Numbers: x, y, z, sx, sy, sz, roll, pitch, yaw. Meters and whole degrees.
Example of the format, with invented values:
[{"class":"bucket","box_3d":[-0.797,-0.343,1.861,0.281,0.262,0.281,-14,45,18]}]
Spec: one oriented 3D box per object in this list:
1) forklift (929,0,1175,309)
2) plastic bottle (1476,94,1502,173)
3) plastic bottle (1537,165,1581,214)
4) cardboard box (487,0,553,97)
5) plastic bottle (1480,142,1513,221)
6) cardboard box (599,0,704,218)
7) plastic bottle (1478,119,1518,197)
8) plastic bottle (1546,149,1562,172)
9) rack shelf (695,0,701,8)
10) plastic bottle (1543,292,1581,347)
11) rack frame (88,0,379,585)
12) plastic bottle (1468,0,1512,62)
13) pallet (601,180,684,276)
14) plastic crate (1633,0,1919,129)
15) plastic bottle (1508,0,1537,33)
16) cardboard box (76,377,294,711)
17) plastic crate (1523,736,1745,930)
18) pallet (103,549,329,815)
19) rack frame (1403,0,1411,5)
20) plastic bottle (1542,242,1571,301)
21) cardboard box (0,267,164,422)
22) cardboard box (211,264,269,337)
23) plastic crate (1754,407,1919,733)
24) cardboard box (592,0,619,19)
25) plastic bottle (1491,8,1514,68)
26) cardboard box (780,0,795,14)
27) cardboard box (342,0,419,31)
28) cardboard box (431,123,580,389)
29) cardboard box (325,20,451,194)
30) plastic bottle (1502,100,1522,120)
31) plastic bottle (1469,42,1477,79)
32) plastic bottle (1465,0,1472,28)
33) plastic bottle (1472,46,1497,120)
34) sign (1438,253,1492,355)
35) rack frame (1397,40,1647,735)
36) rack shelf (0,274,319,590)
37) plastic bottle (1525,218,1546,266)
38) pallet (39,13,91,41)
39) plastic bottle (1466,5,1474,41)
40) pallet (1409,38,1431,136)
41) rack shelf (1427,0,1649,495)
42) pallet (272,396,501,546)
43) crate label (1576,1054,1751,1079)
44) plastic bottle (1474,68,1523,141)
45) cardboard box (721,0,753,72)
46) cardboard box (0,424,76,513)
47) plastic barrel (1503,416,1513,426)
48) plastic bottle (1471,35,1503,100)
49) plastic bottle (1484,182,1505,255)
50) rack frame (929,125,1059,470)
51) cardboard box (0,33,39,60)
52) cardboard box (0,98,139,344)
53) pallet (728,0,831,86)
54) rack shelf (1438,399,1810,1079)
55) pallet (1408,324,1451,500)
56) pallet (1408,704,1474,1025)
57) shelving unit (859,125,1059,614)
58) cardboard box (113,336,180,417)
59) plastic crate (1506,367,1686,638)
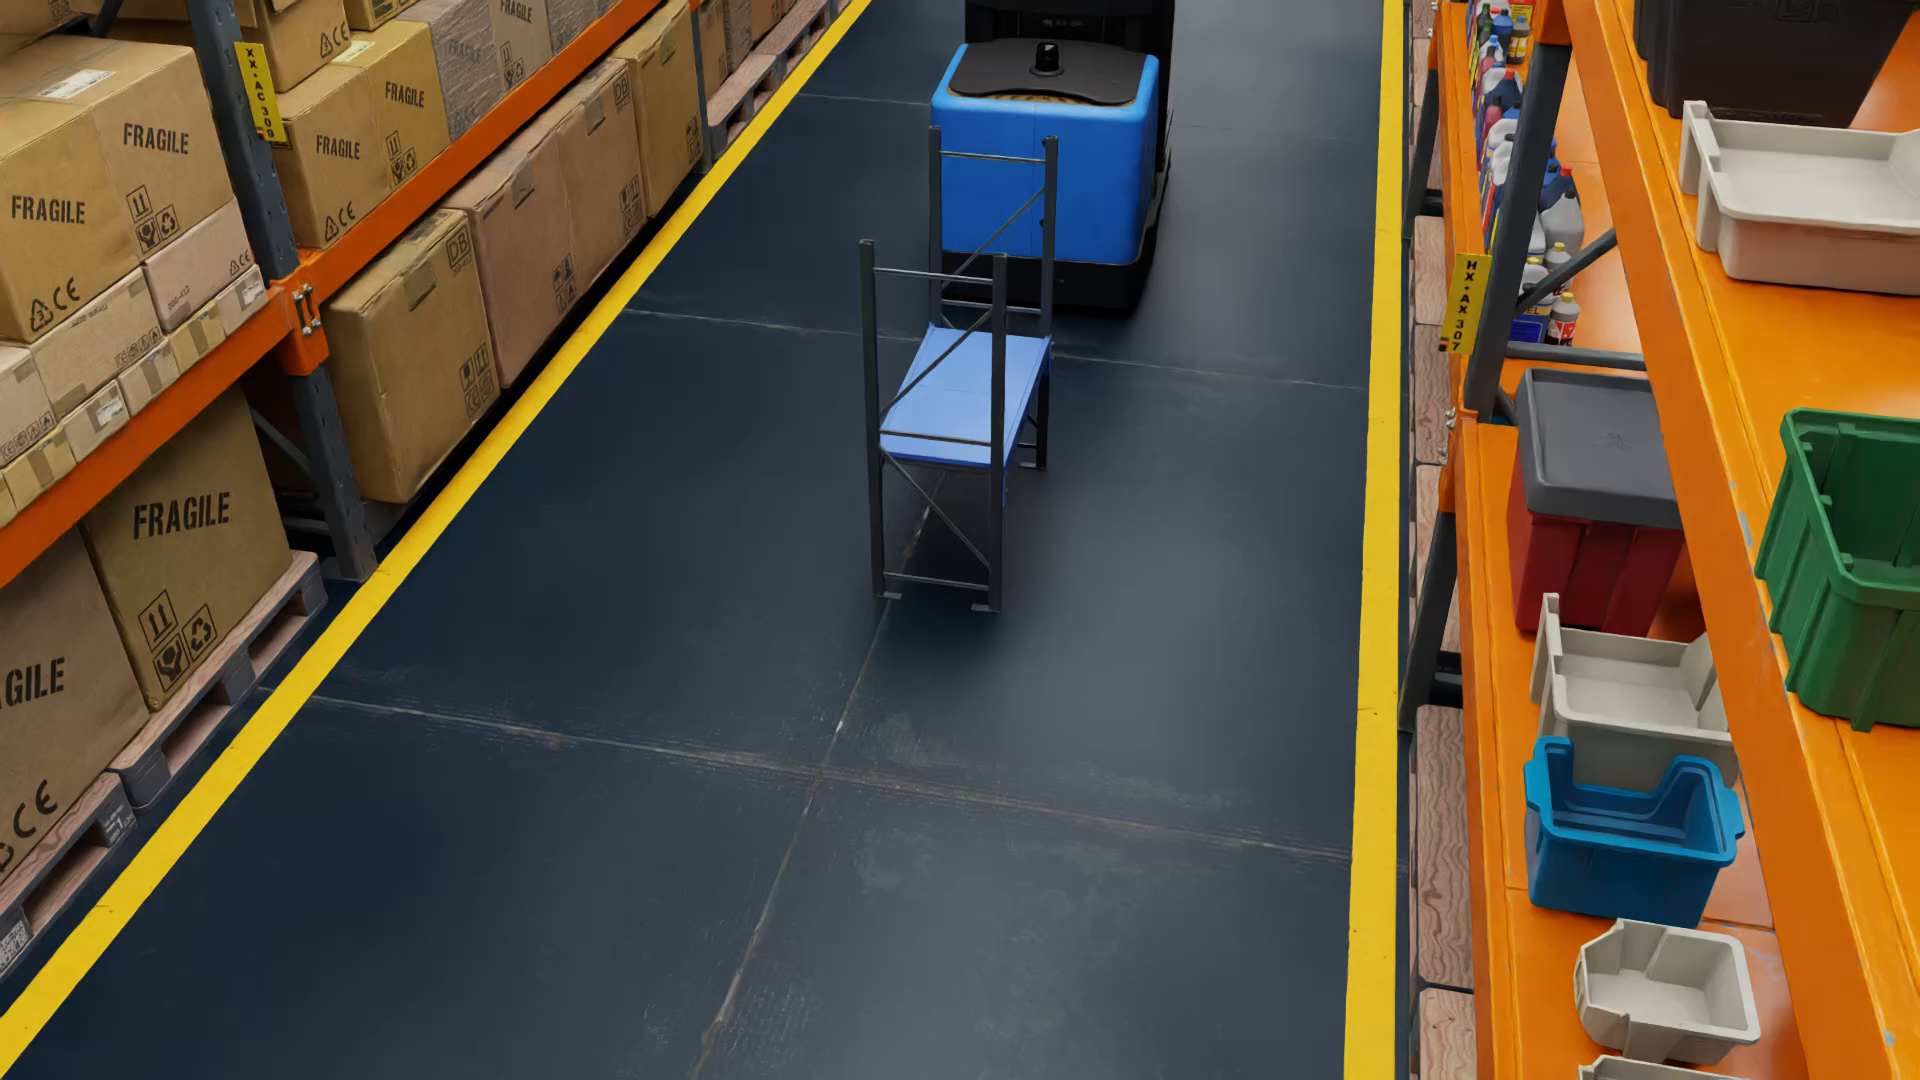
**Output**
[{"class":"forklift","box_3d":[0.615,-3.186,8.648,1.130,2.935,3.031,6,36,8]},{"class":"plastic bottle","box_3d":[2.067,-1.581,6.474,0.061,0.283,0.133,7,37,10]},{"class":"plastic bottle","box_3d":[2.087,-1.150,5.823,0.144,0.351,0.185,7,37,10]},{"class":"cardboard box","box_3d":[-2.147,-2.280,7.255,0.500,0.500,0.500,8,37,11]},{"class":"plastic bottle","box_3d":[2.013,-1.306,6.102,0.152,0.276,0.135,7,37,10]},{"class":"cardboard box","box_3d":[-2.122,-2.345,8.882,1.225,0.875,0.875,6,36,8]},{"class":"plastic bottle","box_3d":[2.062,-1.439,6.286,0.152,0.276,0.135,7,37,10]},{"class":"plastic bottle","box_3d":[2.139,-1.300,6.097,0.097,0.271,0.097,0,36,0]},{"class":"rack shelf","box_3d":[-1.527,-4.284,10.718,1.077,0.370,4.000,7,37,10]},{"class":"plastic bottle","box_3d":[1.924,-0.696,5.323,0.097,0.201,0.097,0,36,0]},{"class":"rack frame","box_3d":[-2.809,-1.135,5.760,1.000,3.000,0.127,7,37,10]},{"class":"plastic bottle","box_3d":[2.377,-2.285,7.452,0.152,0.276,0.135,7,37,10]},{"class":"pallet","box_3d":[-2.196,-1.857,9.132,1.003,0.211,1.213,7,37,10]},{"class":"plastic crate","box_3d":[1.497,-0.998,3.127,0.497,0.269,0.590,7,37,10]},{"class":"plastic bottle","box_3d":[2.625,-2.531,7.792,0.152,0.276,0.135,7,37,10]},{"class":"cardboard box","box_3d":[-3.028,-0.077,5.752,0.875,0.875,0.875,7,37,10]},{"class":"plastic crate","box_3d":[1.364,0.613,3.440,0.416,0.233,0.300,7,37,10]},{"class":"pallet","box_3d":[-3.047,0.420,5.991,1.003,0.211,1.213,7,37,10]},{"class":"rack frame","box_3d":[3.739,-5.101,11.232,1.000,3.000,0.127,7,37,10]},{"class":"plastic bottle","box_3d":[2.002,-0.905,5.612,0.097,0.201,0.097,0,36,0]},{"class":"cardboard box","box_3d":[-2.755,-0.612,4.913,0.500,0.250,0.500,8,37,11]},{"class":"cardboard box","box_3d":[-2.554,-0.818,5.536,0.380,0.149,0.250,8,37,10]},{"class":"plastic crate","box_3d":[1.107,0.049,1.751,0.450,0.188,0.336,7,37,10]},{"class":"cardboard box","box_3d":[-1.930,-2.870,8.069,0.500,0.500,0.500,7,37,10]},{"class":"plastic bottle","box_3d":[2.385,-2.212,7.356,0.097,0.271,0.097,0,36,0]},{"class":"cardboard box","box_3d":[-1.491,-3.947,11.394,0.700,0.500,0.500,4,36,6]},{"class":"cardboard box","box_3d":[-2.522,-2.341,6.484,0.797,0.503,0.637,8,37,10]},{"class":"cardboard box","box_3d":[-2.501,-1.327,7.477,1.225,0.875,0.875,6,36,8]},{"class":"cardboard box","box_3d":[-2.360,-1.697,6.450,0.500,0.500,0.500,7,37,10]},{"class":"plastic bottle","box_3d":[2.148,-1.576,6.479,0.097,0.271,0.097,0,36,0]},{"class":"plastic bottle","box_3d":[2.297,-2.115,7.281,0.097,0.201,0.097,0,36,0]},{"class":"plastic bottle","box_3d":[2.476,-2.550,7.818,0.152,0.276,0.135,7,37,10]},{"class":"plastic bottle","box_3d":[2.185,-1.896,6.910,0.061,0.283,0.133,7,37,10]},{"class":"sign","box_3d":[1.493,-0.697,4.919,0.100,0.325,0.005,7,37,10]},{"class":"rack frame","box_3d":[2.030,-0.514,4.904,1.000,3.000,0.127,7,37,10]},{"class":"rack shelf","box_3d":[-3.236,0.303,4.390,1.077,0.370,4.000,7,37,10]},{"class":"plastic bottle","box_3d":[1.876,-0.940,5.597,0.152,0.276,0.135,7,37,10]},{"class":"pallet","box_3d":[-6.536,-3.422,11.291,1.003,0.211,1.213,7,37,10]},{"class":"plastic bottle","box_3d":[2.404,-2.401,7.676,0.097,0.201,0.097,0,36,0]},{"class":"pallet","box_3d":[3.351,-2.815,10.454,1.003,0.211,1.213,7,37,10]},{"class":"rack shelf","box_3d":[2.457,-1.370,6.697,1.077,0.370,4.000,7,37,10]},{"class":"pallet","box_3d":[-2.717,-0.458,7.202,1.003,0.211,1.213,7,37,10]},{"class":"crate label","box_3d":[1.285,1.044,2.927,0.396,0.136,0.243,7,37,10]},{"class":"plastic bottle","box_3d":[2.180,-1.755,6.721,0.152,0.276,0.135,7,37,10]},{"class":"cardboard box","box_3d":[-1.725,-3.301,10.503,0.700,0.500,0.500,4,36,6]},{"class":"cardboard box","box_3d":[-2.773,-0.228,4.722,0.380,0.149,0.250,8,37,11]},{"class":"plastic barrel","box_3d":[2.163,-0.145,5.824,0.600,0.901,0.708,7,37,10]},{"class":"plastic bottle","box_3d":[2.248,-2.011,7.078,0.097,0.271,0.097,0,36,0]},{"class":"plastic bottle","box_3d":[1.946,-1.168,5.848,0.144,0.351,0.185,7,37,10]},{"class":"rack frame","box_3d":[0.127,-0.948,6.779,0.500,1.500,0.032,7,37,10]},{"class":"cardboard box","box_3d":[-3.161,-1.256,5.162,0.500,0.500,0.500,7,37,10]},{"class":"cardboard box","box_3d":[-2.757,-0.915,4.692,0.500,0.500,0.500,8,37,10]},{"class":"pallet","box_3d":[-1.523,-3.445,11.323,1.003,0.211,1.213,7,37,10]},{"class":"rack shelf","box_3d":[1.603,0.923,3.533,1.077,0.370,4.000,7,37,10]},{"class":"pallet","box_3d":[2.494,-0.524,7.293,1.003,0.211,1.213,7,37,10]},{"class":"pallet","box_3d":[1.911,1.041,5.134,1.003,0.211,1.213,7,37,10]},{"class":"shelving unit","box_3d":[0.018,-0.656,6.377,0.538,1.500,1.048,7,37,10]},{"class":"cardboard box","box_3d":[-2.663,-0.523,5.130,0.380,0.149,0.250,7,36,9]},{"class":"plastic crate","box_3d":[1.594,-0.084,4.205,0.402,0.464,0.583,7,37,10]}]
